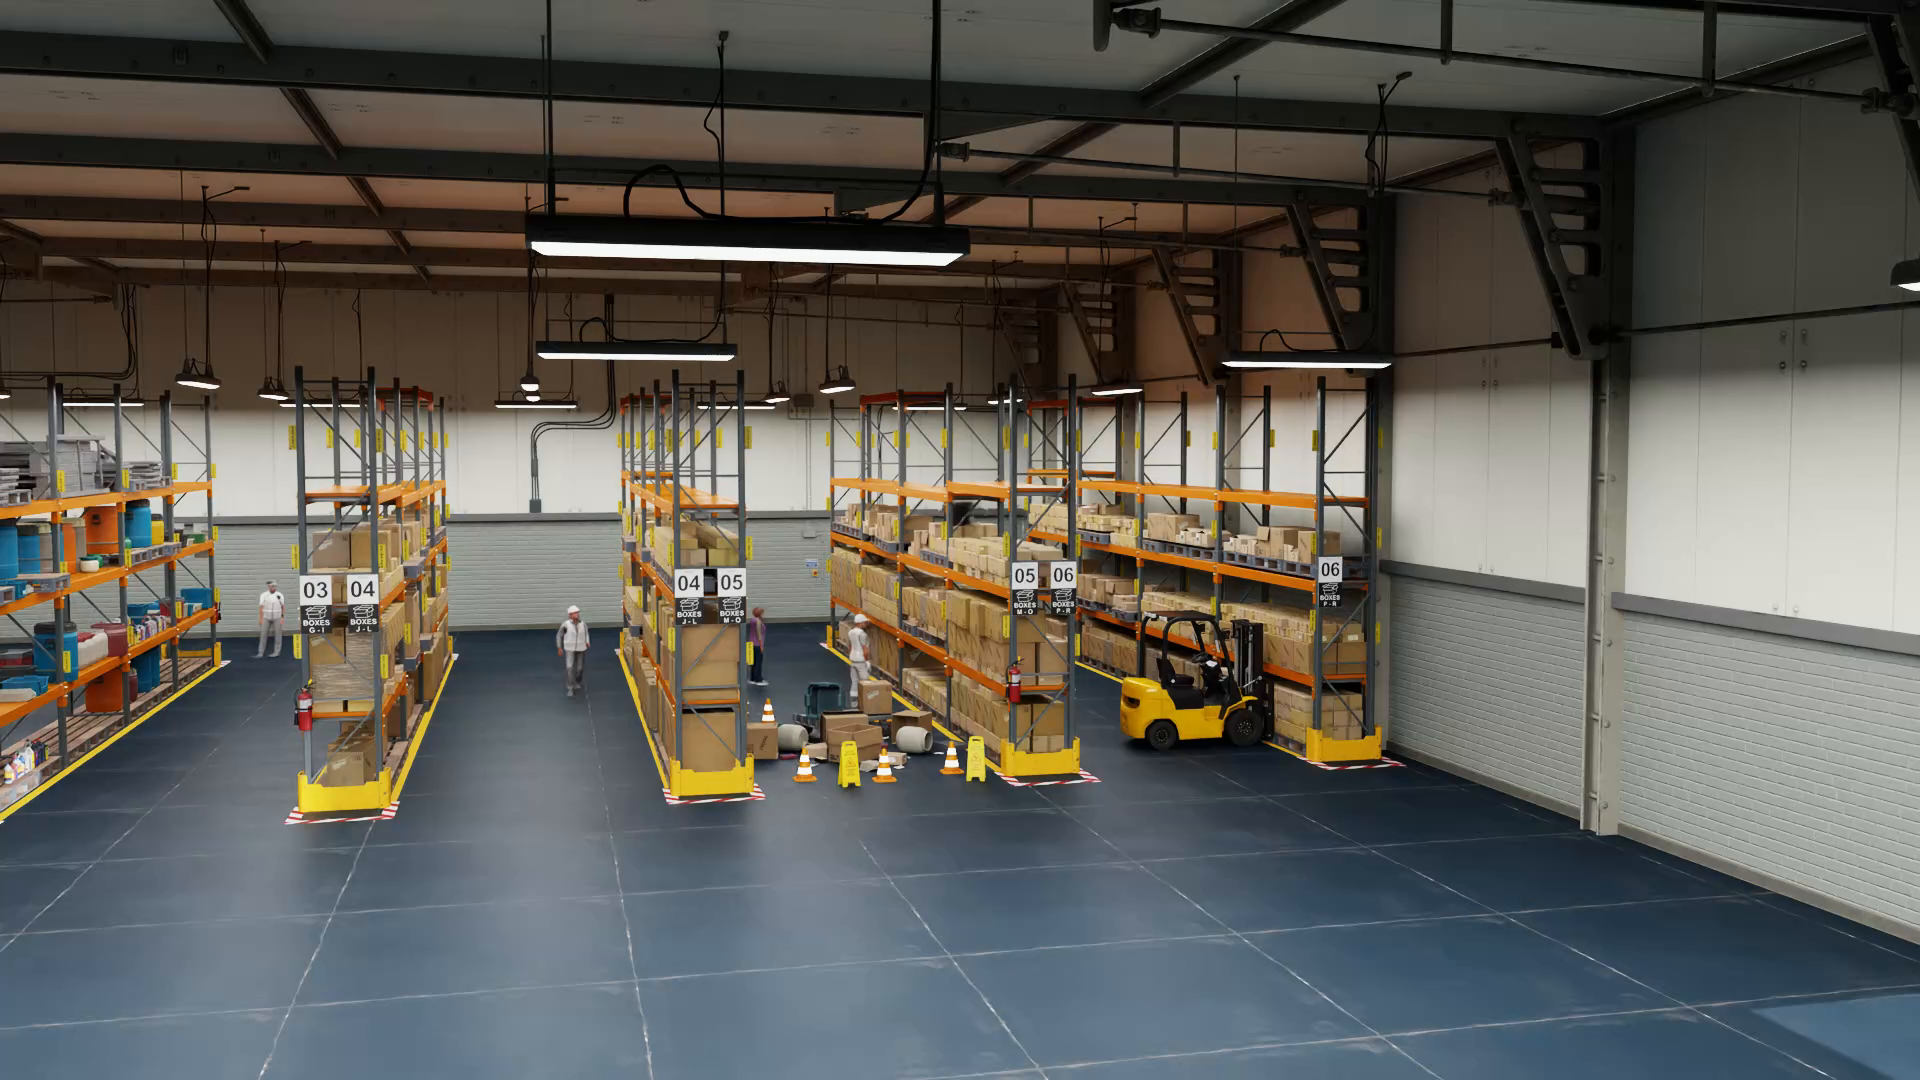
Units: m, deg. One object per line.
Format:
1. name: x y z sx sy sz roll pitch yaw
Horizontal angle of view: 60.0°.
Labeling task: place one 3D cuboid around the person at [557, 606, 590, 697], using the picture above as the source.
1. person: -7.660 2.189 32.931 0.634 1.777 0.940 -1 3 -13

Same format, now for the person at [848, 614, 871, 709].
1. person: -1.813 2.263 30.736 0.407 1.795 0.619 -3 4 -37

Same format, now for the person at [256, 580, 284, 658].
1. person: -15.993 1.819 38.530 0.625 1.783 0.418 -1 4 -22

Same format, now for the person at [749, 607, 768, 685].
1. person: -4.122 2.167 34.002 0.366 1.602 0.462 -2 4 -27
